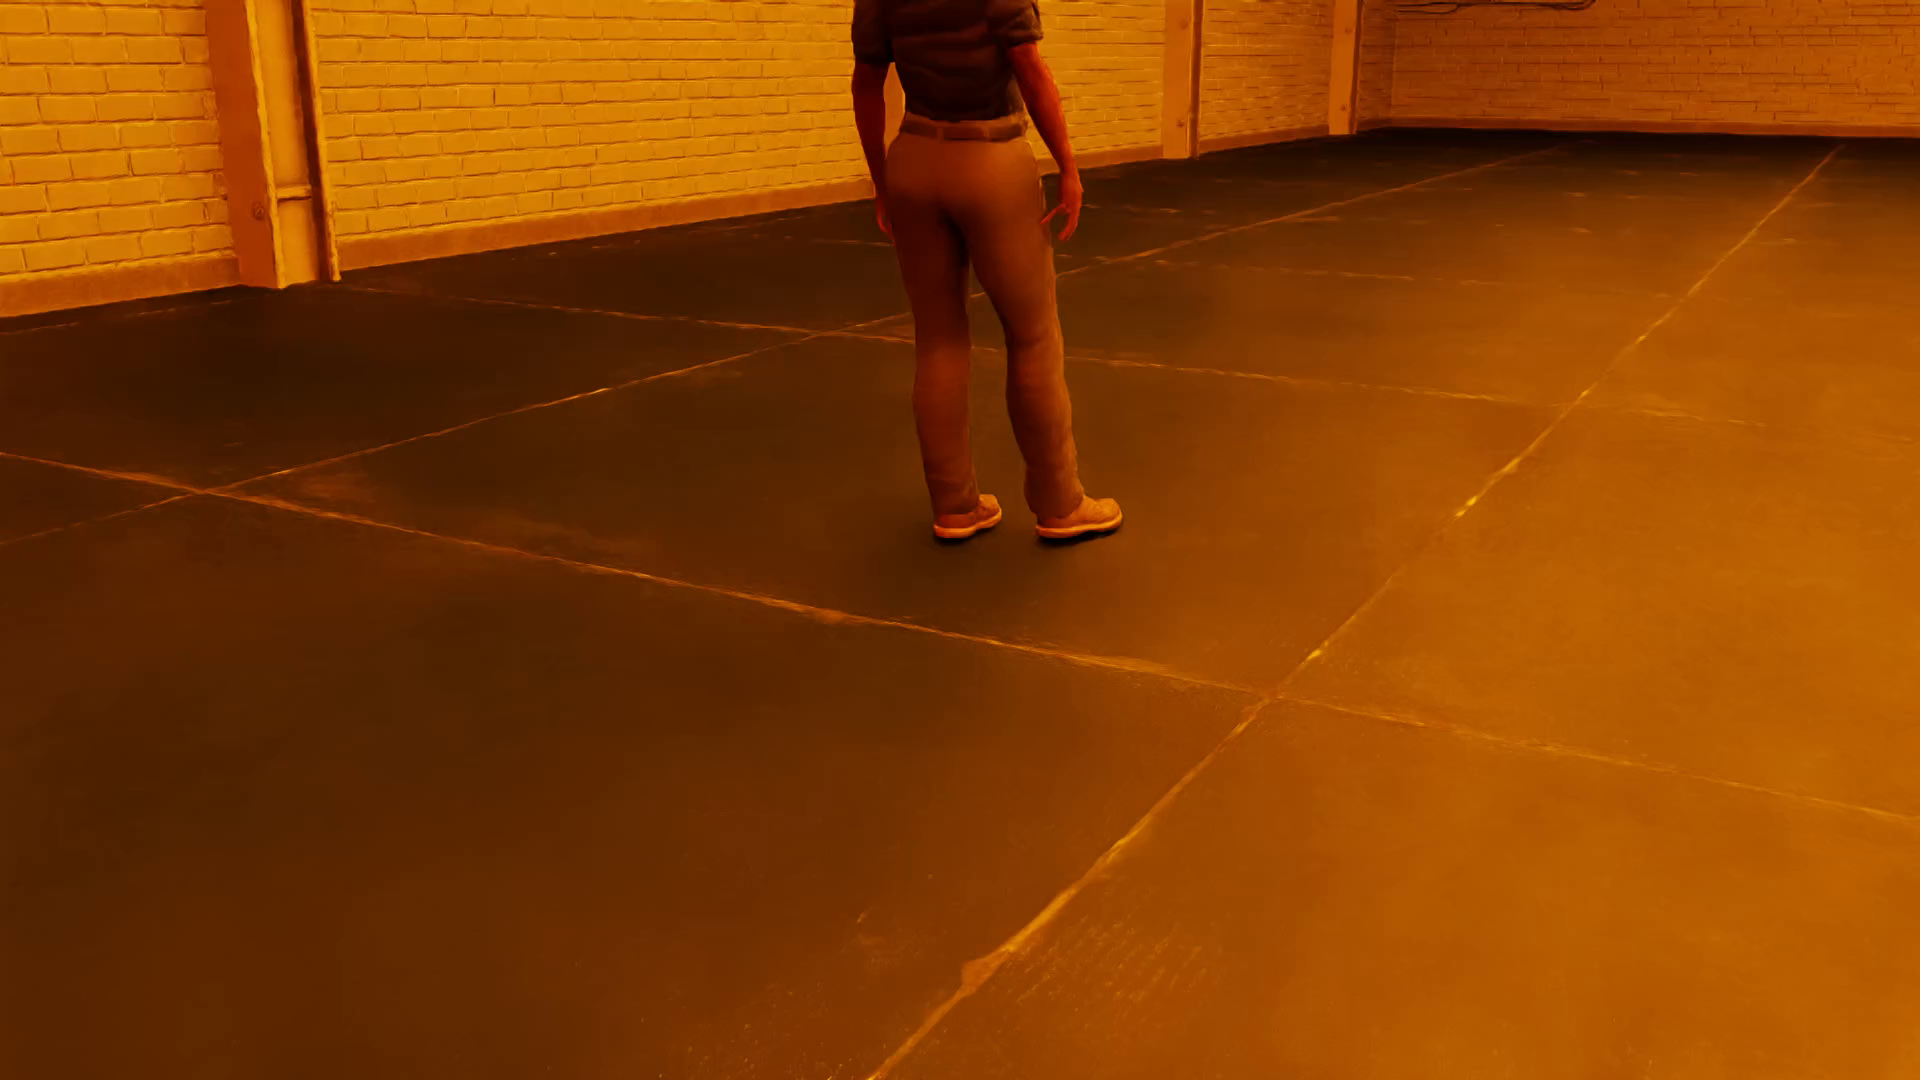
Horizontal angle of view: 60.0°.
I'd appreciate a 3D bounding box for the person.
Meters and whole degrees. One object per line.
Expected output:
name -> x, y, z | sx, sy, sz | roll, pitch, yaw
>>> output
person -> 0.060, -0.819, 3.869 | 0.570, 1.654, 0.503 | 9, 19, 28
